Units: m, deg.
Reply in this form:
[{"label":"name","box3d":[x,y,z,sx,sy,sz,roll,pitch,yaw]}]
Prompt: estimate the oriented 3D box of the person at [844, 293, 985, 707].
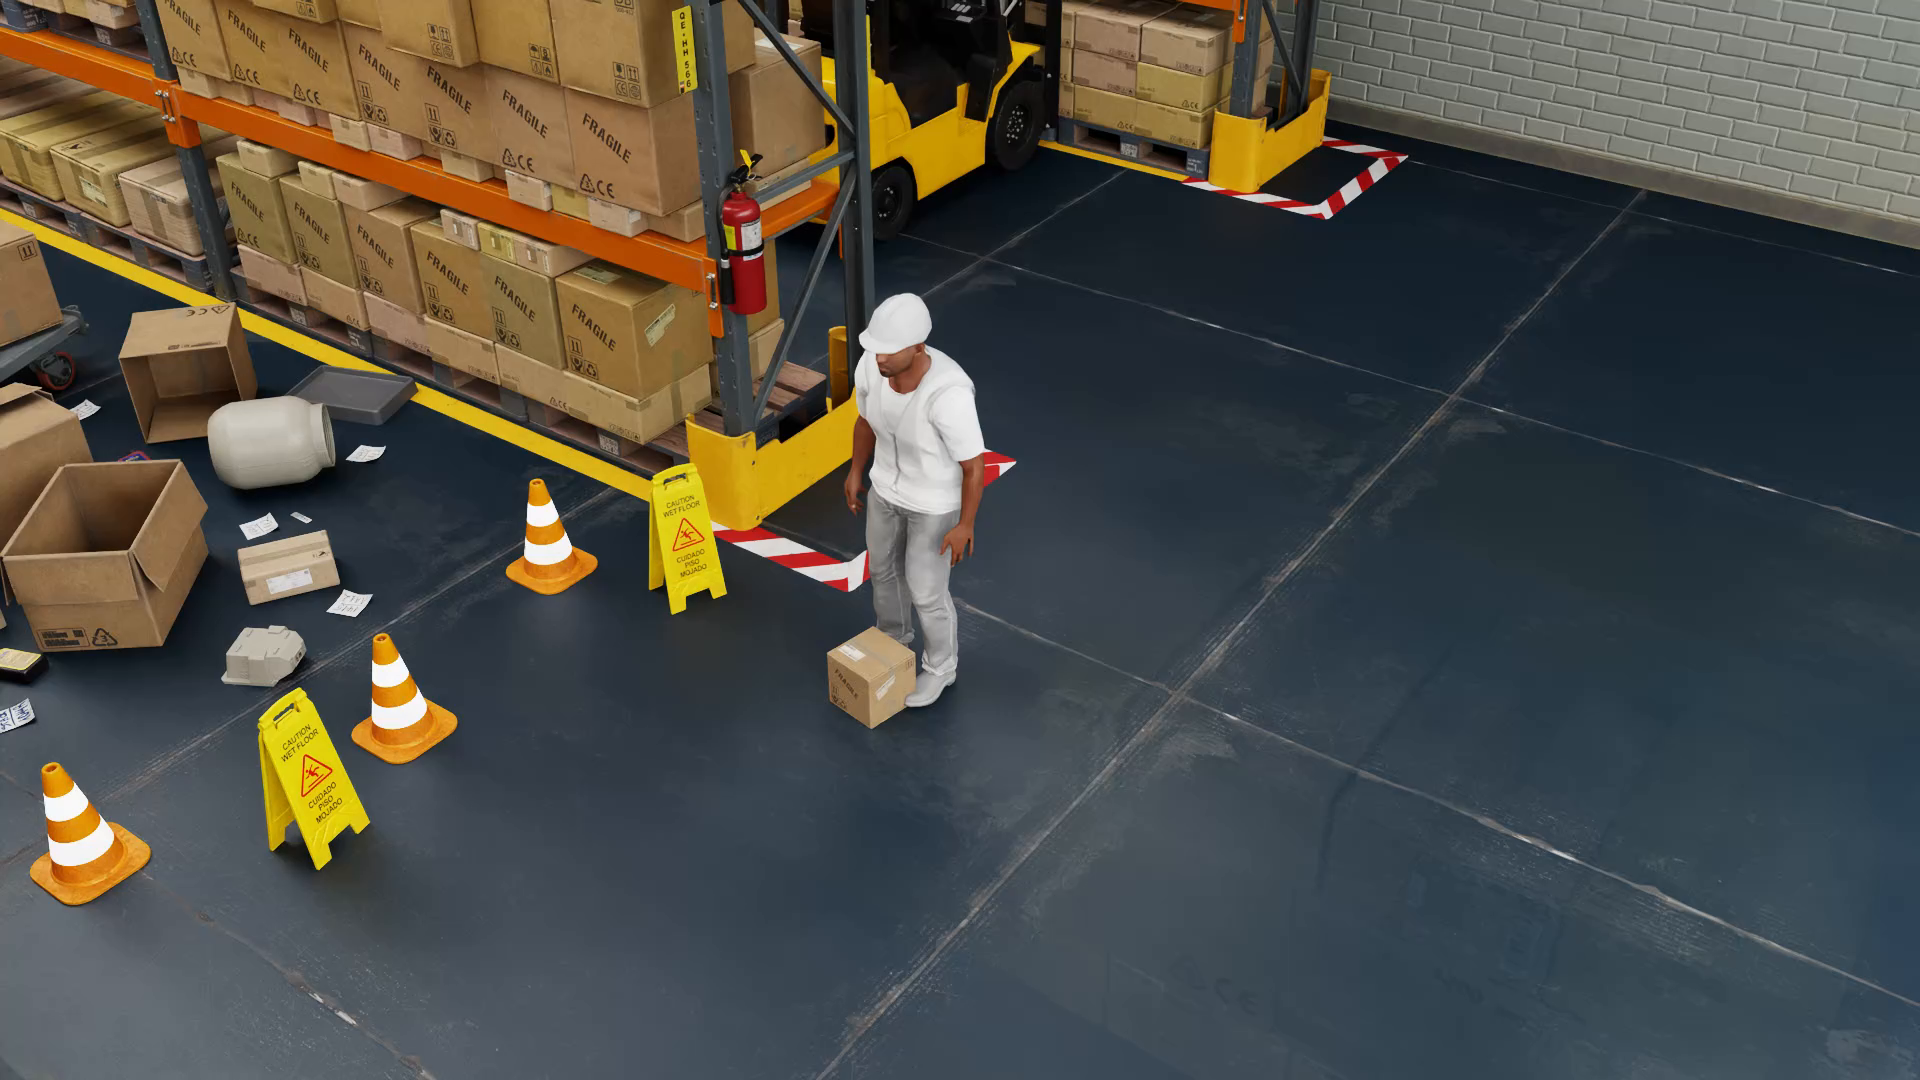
[{"label":"person","box3d":[-0.188,-0.159,6.361,0.635,1.760,0.457,28,43,34]}]
